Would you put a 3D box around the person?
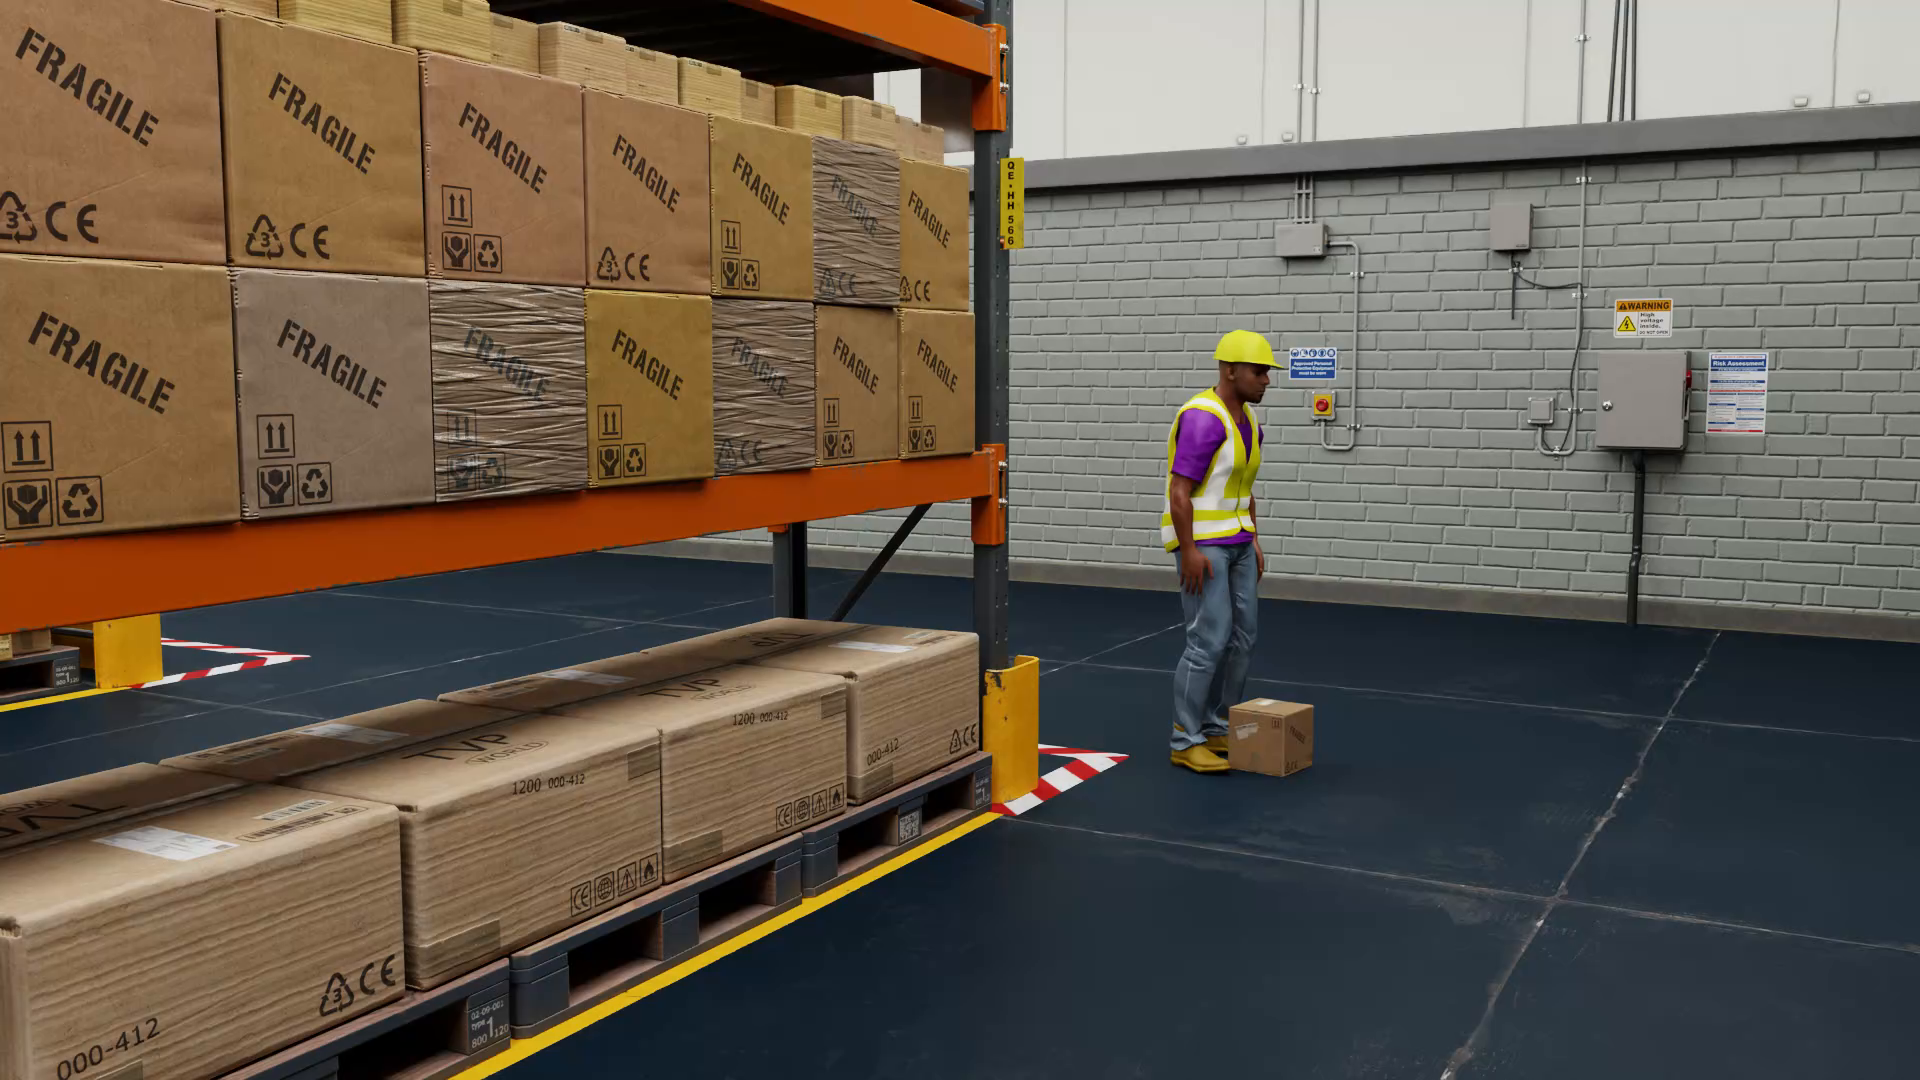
[{"bbox_3d":[1.078,0.029,6.776,0.456,1.760,0.635,4,7,37],"label":"person"}]
